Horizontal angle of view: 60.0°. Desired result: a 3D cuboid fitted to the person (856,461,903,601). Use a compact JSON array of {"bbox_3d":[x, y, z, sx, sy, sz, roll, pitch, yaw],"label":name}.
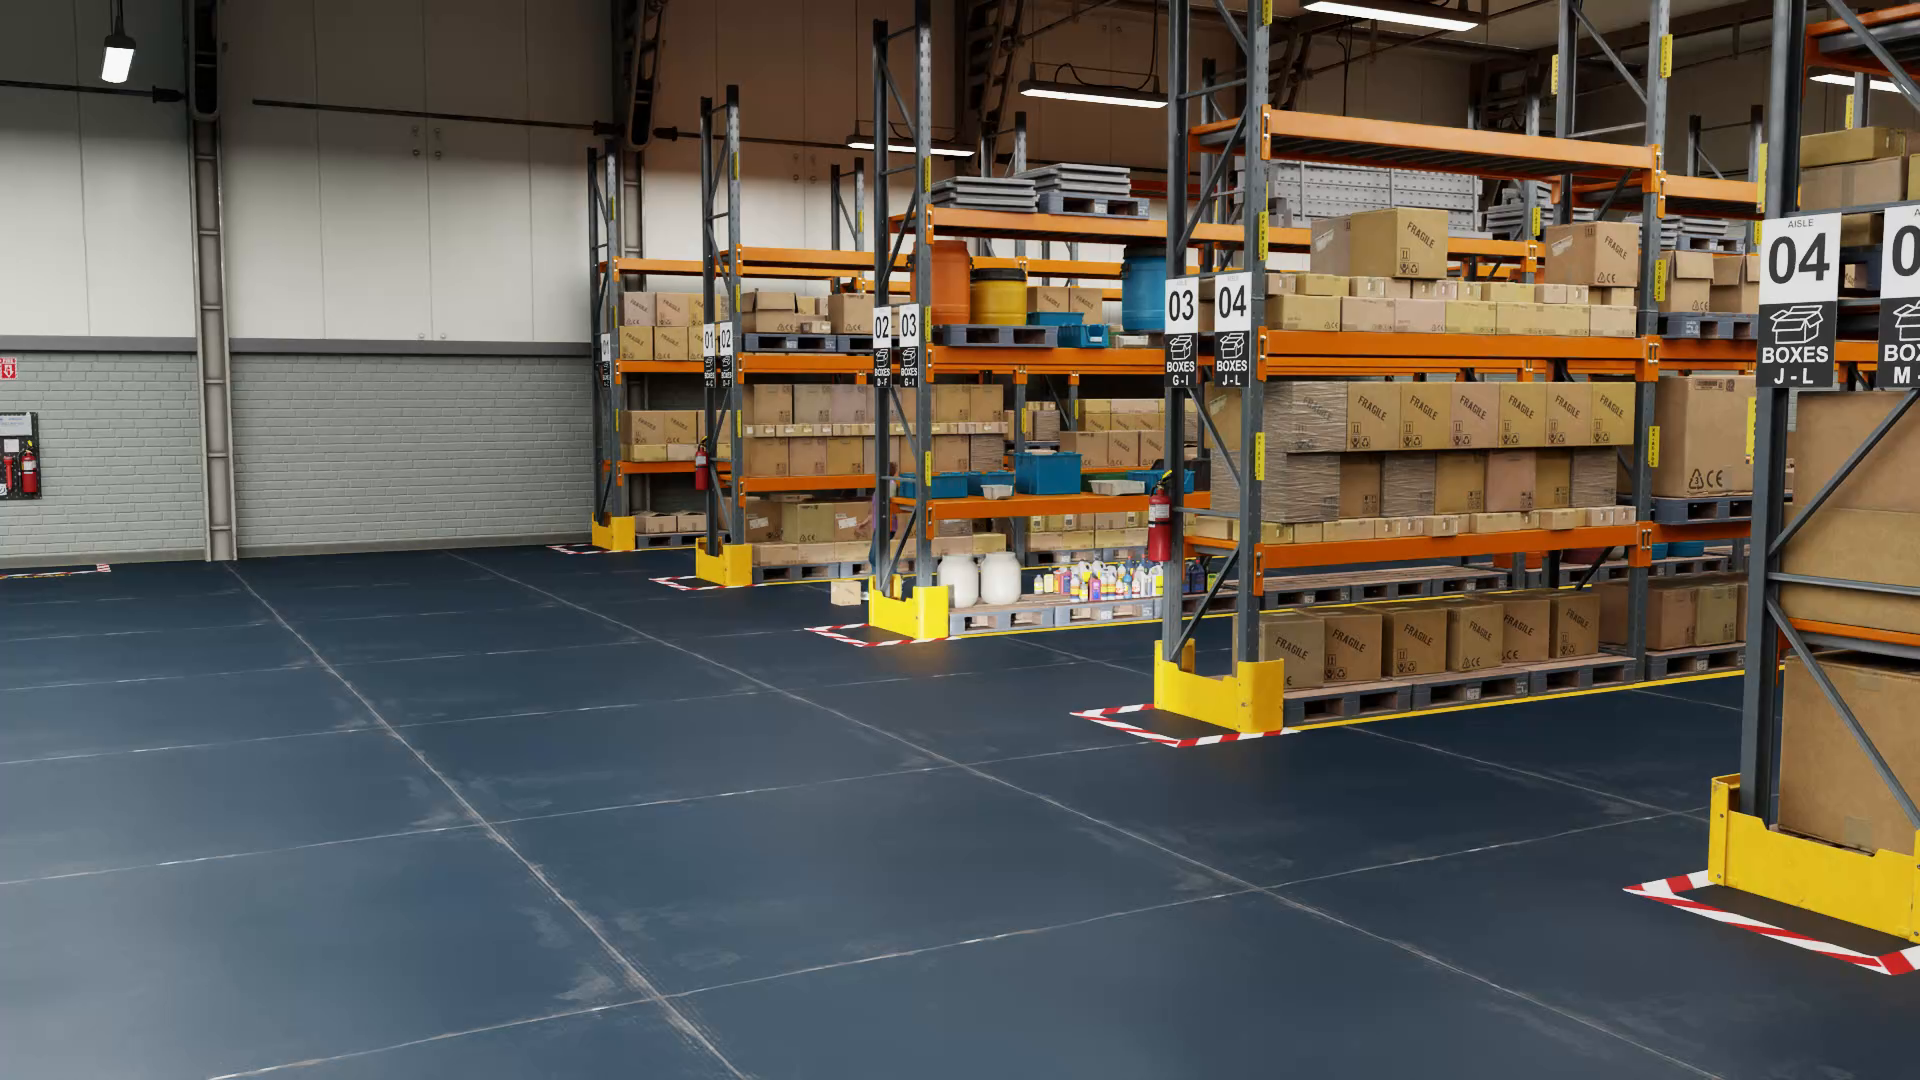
[{"bbox_3d":[-0.924,-0.107,18.741,0.554,1.586,0.485,-2,5,-17],"label":"person"}]
